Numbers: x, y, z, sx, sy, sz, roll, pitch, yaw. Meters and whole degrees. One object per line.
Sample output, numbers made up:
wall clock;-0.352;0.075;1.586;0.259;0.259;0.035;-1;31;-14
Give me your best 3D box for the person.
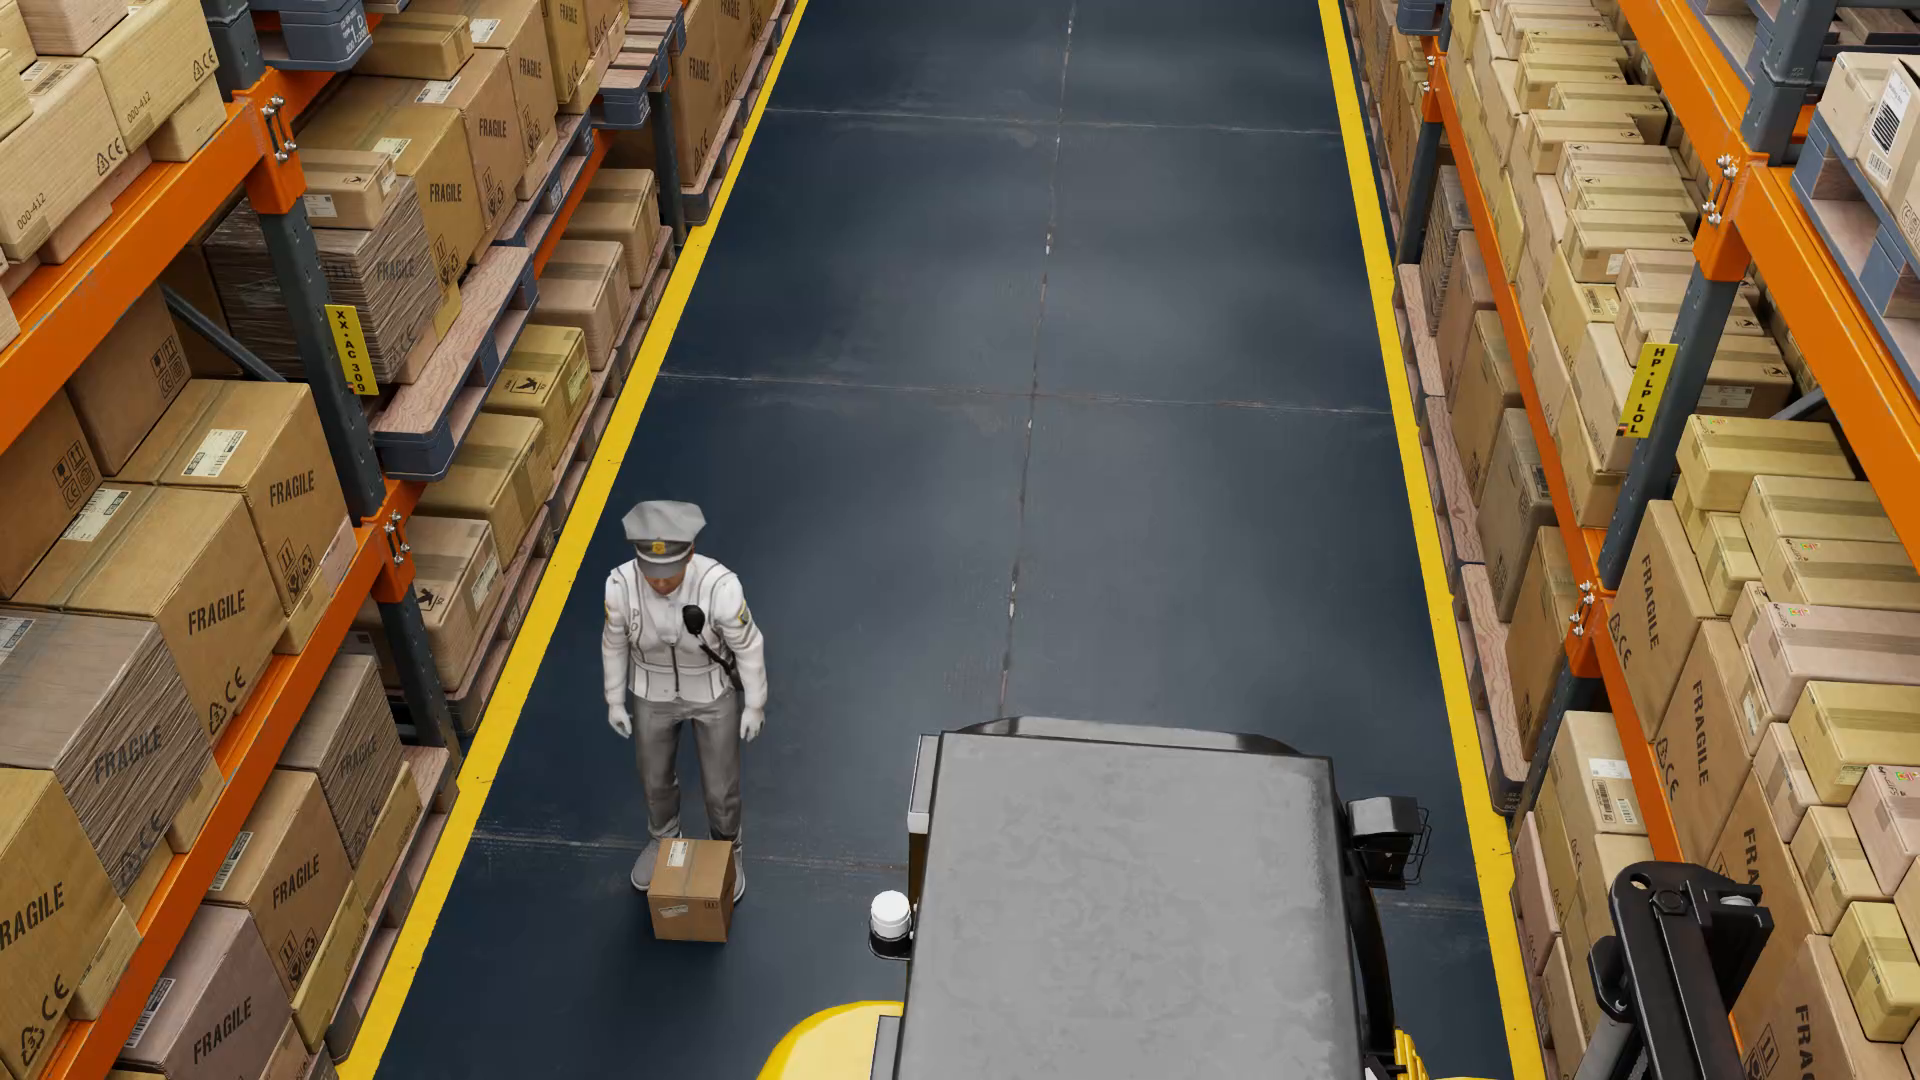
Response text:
person;-0.908;0.542;5.516;0.545;1.662;0.407;2;40;2
